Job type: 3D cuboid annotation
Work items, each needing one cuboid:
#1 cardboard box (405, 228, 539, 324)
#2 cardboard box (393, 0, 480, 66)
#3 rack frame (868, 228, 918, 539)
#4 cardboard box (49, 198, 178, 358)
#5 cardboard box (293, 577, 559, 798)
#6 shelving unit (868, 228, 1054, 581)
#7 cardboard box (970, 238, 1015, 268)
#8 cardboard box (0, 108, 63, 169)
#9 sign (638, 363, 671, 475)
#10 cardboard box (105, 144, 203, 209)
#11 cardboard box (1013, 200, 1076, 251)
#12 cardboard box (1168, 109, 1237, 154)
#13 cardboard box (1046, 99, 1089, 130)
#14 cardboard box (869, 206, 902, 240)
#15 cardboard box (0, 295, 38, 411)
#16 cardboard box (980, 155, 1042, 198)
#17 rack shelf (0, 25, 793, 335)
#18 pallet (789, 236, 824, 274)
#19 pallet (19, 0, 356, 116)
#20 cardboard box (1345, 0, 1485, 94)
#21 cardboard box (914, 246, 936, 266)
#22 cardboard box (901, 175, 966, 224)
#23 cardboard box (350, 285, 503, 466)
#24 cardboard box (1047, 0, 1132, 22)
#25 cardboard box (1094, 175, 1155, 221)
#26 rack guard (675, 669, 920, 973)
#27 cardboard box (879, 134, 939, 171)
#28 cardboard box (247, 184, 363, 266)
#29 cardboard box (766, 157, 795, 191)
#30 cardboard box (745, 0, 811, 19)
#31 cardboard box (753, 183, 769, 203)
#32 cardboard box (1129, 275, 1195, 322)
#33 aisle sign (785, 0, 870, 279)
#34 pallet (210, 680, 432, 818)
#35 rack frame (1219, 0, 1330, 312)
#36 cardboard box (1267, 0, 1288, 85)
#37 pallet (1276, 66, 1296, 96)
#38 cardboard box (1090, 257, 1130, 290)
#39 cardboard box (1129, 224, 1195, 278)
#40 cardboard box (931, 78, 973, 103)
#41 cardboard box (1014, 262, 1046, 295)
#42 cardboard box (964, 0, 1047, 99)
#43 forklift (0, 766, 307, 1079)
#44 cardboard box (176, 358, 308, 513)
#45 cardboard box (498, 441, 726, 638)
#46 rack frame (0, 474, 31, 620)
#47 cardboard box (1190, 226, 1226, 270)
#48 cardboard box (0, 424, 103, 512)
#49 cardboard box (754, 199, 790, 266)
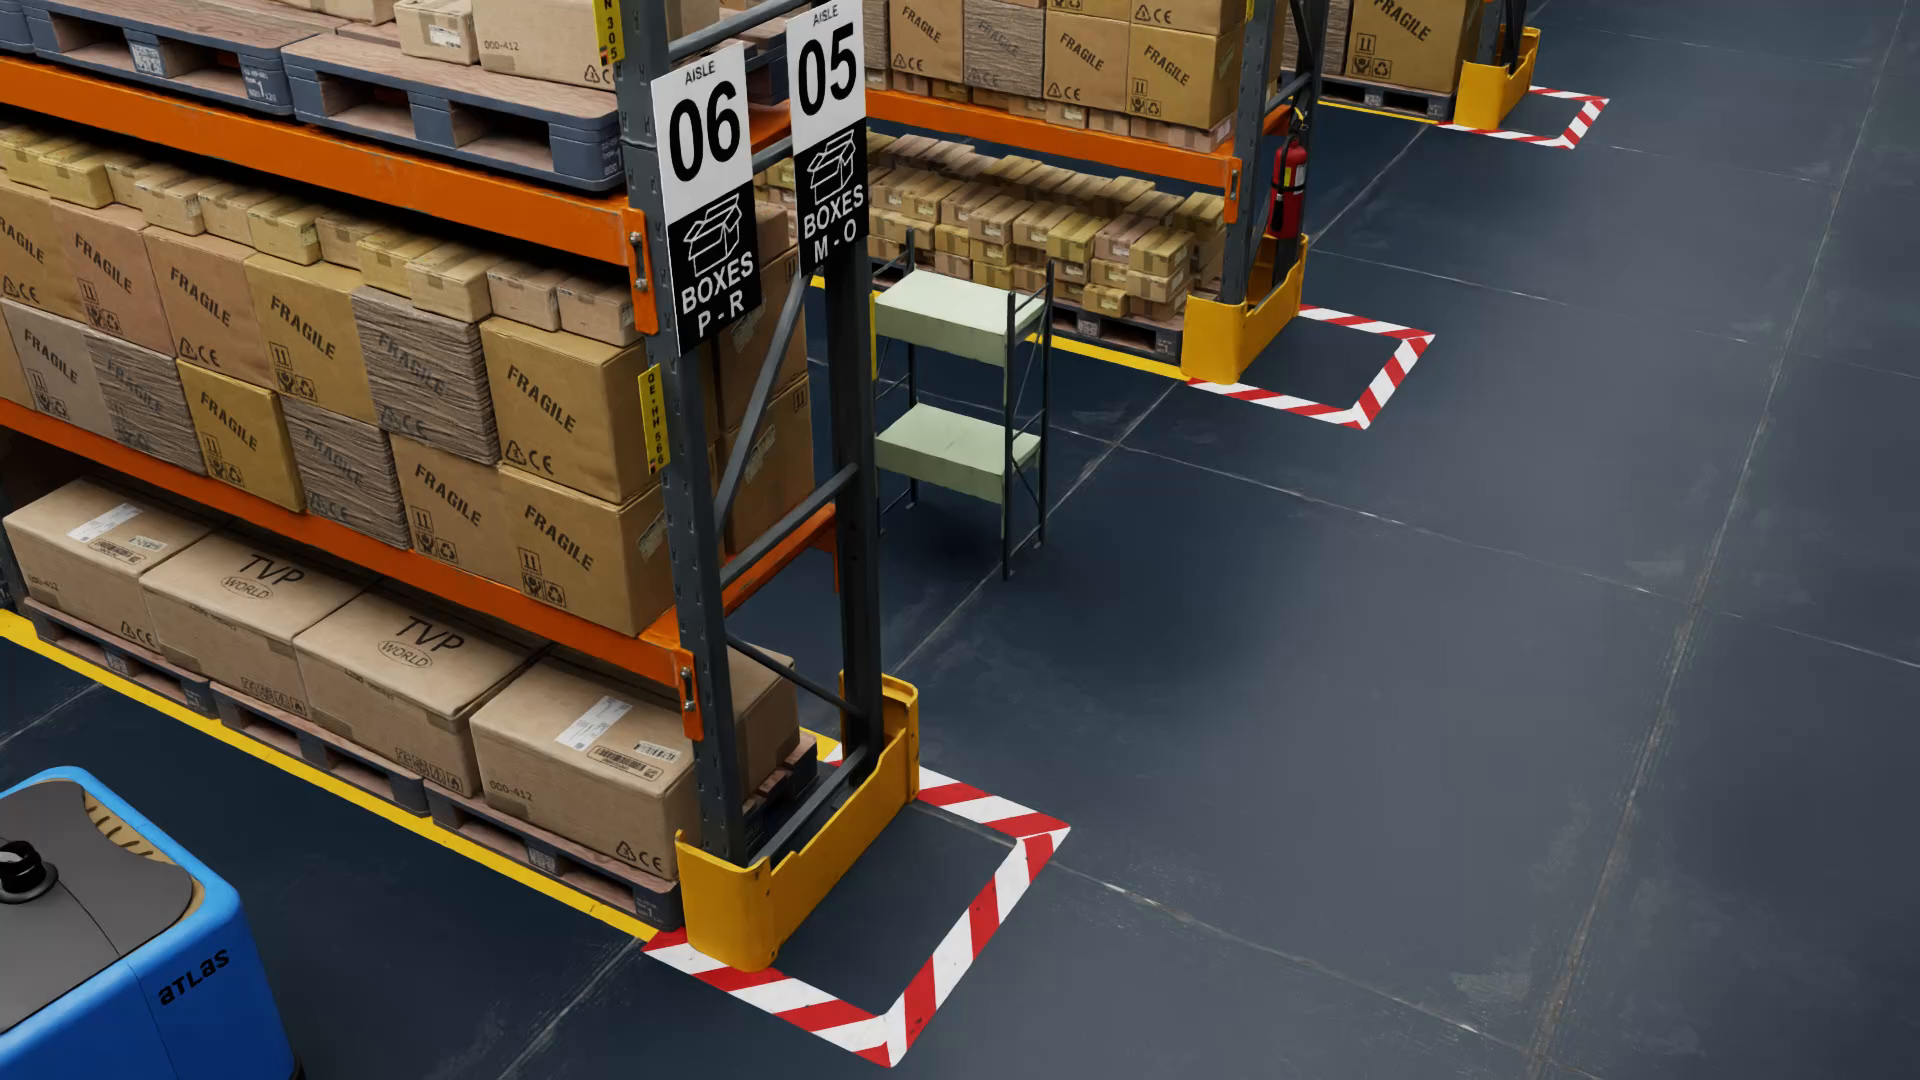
[{"bbox_3d":[-1.508,-0.844,5.233,0.250,0.149,0.380,17,37,24],"label":"cardboard box"},{"bbox_3d":[-1.438,-1.543,4.911,0.250,0.149,0.380,15,36,21],"label":"cardboard box"},{"bbox_3d":[-0.324,-0.727,7.988,0.023,1.500,0.400,18,37,24],"label":"rack frame"},{"bbox_3d":[-2.904,-1.047,6.124,0.500,0.500,0.500,18,38,25],"label":"cardboard box"},{"bbox_3d":[-2.021,0.486,6.747,0.875,0.438,0.875,19,38,26],"label":"cardboard box"},{"bbox_3d":[-0.006,-0.626,7.837,0.755,1.500,0.431,18,37,24],"label":"shelving unit"},{"bbox_3d":[0.261,-1.833,10.221,0.250,0.149,0.380,18,38,25],"label":"cardboard box"},{"bbox_3d":[-3.453,-1.528,6.261,0.250,0.149,0.380,17,37,24],"label":"cardboard box"},{"bbox_3d":[-0.881,-0.348,4.808,0.005,0.325,0.100,18,37,24],"label":"sign"},{"bbox_3d":[-2.793,-1.314,5.939,0.250,0.149,0.380,17,37,24],"label":"cardboard box"},{"bbox_3d":[0.513,-1.903,10.058,0.250,0.149,0.380,16,37,23],"label":"cardboard box"},{"bbox_3d":[1.346,-2.284,9.200,0.250,0.149,0.380,18,38,24],"label":"cardboard box"},{"bbox_3d":[0.690,-2.491,9.511,0.250,0.149,0.380,19,38,26],"label":"cardboard box"},{"bbox_3d":[-0.406,-2.055,10.554,0.250,0.149,0.380,17,37,24],"label":"cardboard box"},{"bbox_3d":[-3.795,-0.912,6.822,0.500,0.500,0.500,19,38,26],"label":"cardboard box"},{"bbox_3d":[0.330,-2.331,10.700,0.250,0.149,0.380,18,38,25],"label":"cardboard box"},{"bbox_3d":[-2.336,-1.524,5.775,4.000,0.370,1.077,18,37,24],"label":"rack shelf"},{"bbox_3d":[-1.103,-2.207,11.373,1.213,0.211,1.003,18,37,24],"label":"pallet"},{"bbox_3d":[-2.312,-1.771,5.576,1.213,0.211,1.003,18,37,24],"label":"pallet"},{"bbox_3d":[3.723,-4.222,13.422,0.875,0.875,0.875,18,37,24],"label":"cardboard box"},{"bbox_3d":[-0.134,-1.896,10.584,0.250,0.149,0.380,19,38,26],"label":"cardboard box"},{"bbox_3d":[-0.163,-2.134,10.405,0.250,0.149,0.380,18,38,25],"label":"cardboard box"},{"bbox_3d":[-1.604,-0.630,5.498,0.500,0.500,0.500,18,38,25],"label":"cardboard box"},{"bbox_3d":[0.808,-3.162,9.031,0.500,0.500,0.500,16,37,23],"label":"cardboard box"},{"bbox_3d":[1.029,-2.127,10.394,0.250,0.149,0.380,17,37,24],"label":"cardboard box"},{"bbox_3d":[-0.578,1.022,6.264,0.348,0.500,1.175,18,37,24],"label":"rack guard"},{"bbox_3d":[-0.337,-2.543,11.019,0.250,0.149,0.380,16,37,22],"label":"cardboard box"},{"bbox_3d":[-2.145,-1.080,5.587,0.250,0.149,0.380,19,38,26],"label":"cardboard box"},{"bbox_3d":[-1.054,-2.426,10.843,0.250,0.149,0.380,17,37,24],"label":"cardboard box"},{"bbox_3d":[-0.966,-3.310,10.156,0.500,0.500,0.500,18,37,24],"label":"cardboard box"},{"bbox_3d":[-1.284,-2.367,11.023,0.250,0.149,0.380,18,38,25],"label":"cardboard box"},{"bbox_3d":[1.209,-1.467,9.941,0.250,0.149,0.380,18,38,25],"label":"cardboard box"},{"bbox_3d":[-0.393,-1.227,5.040,0.004,0.787,0.394,18,37,24],"label":"aisle sign"},{"bbox_3d":[-2.387,0.617,7.132,1.213,0.211,1.003,18,37,24],"label":"pallet"},{"bbox_3d":[1.769,-2.435,9.200,0.127,3.000,1.000,18,37,24],"label":"rack frame"},{"bbox_3d":[1.516,-2.857,9.475,0.500,0.500,0.500,19,38,27],"label":"cardboard box"},{"bbox_3d":[2.530,-4.151,14.294,1.213,0.211,1.003,18,37,24],"label":"pallet"},{"bbox_3d":[0.969,-1.652,9.950,0.250,0.149,0.380,17,37,23],"label":"cardboard box"},{"bbox_3d":[1.184,-1.694,9.744,0.250,0.149,0.380,18,38,25],"label":"cardboard box"},{"bbox_3d":[0.033,-2.746,9.893,0.250,0.149,0.380,18,38,25],"label":"cardboard box"},{"bbox_3d":[0.528,-1.665,10.237,0.250,0.149,0.380,18,38,25],"label":"cardboard box"},{"bbox_3d":[0.362,-2.879,9.508,0.500,0.500,0.500,18,38,25],"label":"cardboard box"},{"bbox_3d":[-3.369,1.173,3.845,1.130,2.935,3.031,23,40,31],"label":"forklift"},{"bbox_3d":[-2.484,-0.490,6.189,0.500,0.500,0.500,19,38,26],"label":"cardboard box"},{"bbox_3d":[-1.149,-0.072,5.561,0.500,0.500,0.500,18,38,25],"label":"cardboard box"},{"bbox_3d":[-4.072,-1.125,7.233,0.127,3.000,1.000,18,37,24],"label":"rack frame"},{"bbox_3d":[1.442,-1.814,10.193,0.250,0.149,0.380,19,38,26],"label":"cardboard box"},{"bbox_3d":[-4.650,-0.547,7.904,0.875,0.875,0.875,19,38,26],"label":"cardboard box"},{"bbox_3d":[-0.770,-0.984,5.443,0.250,0.149,0.380,18,38,25],"label":"cardboard box"}]
